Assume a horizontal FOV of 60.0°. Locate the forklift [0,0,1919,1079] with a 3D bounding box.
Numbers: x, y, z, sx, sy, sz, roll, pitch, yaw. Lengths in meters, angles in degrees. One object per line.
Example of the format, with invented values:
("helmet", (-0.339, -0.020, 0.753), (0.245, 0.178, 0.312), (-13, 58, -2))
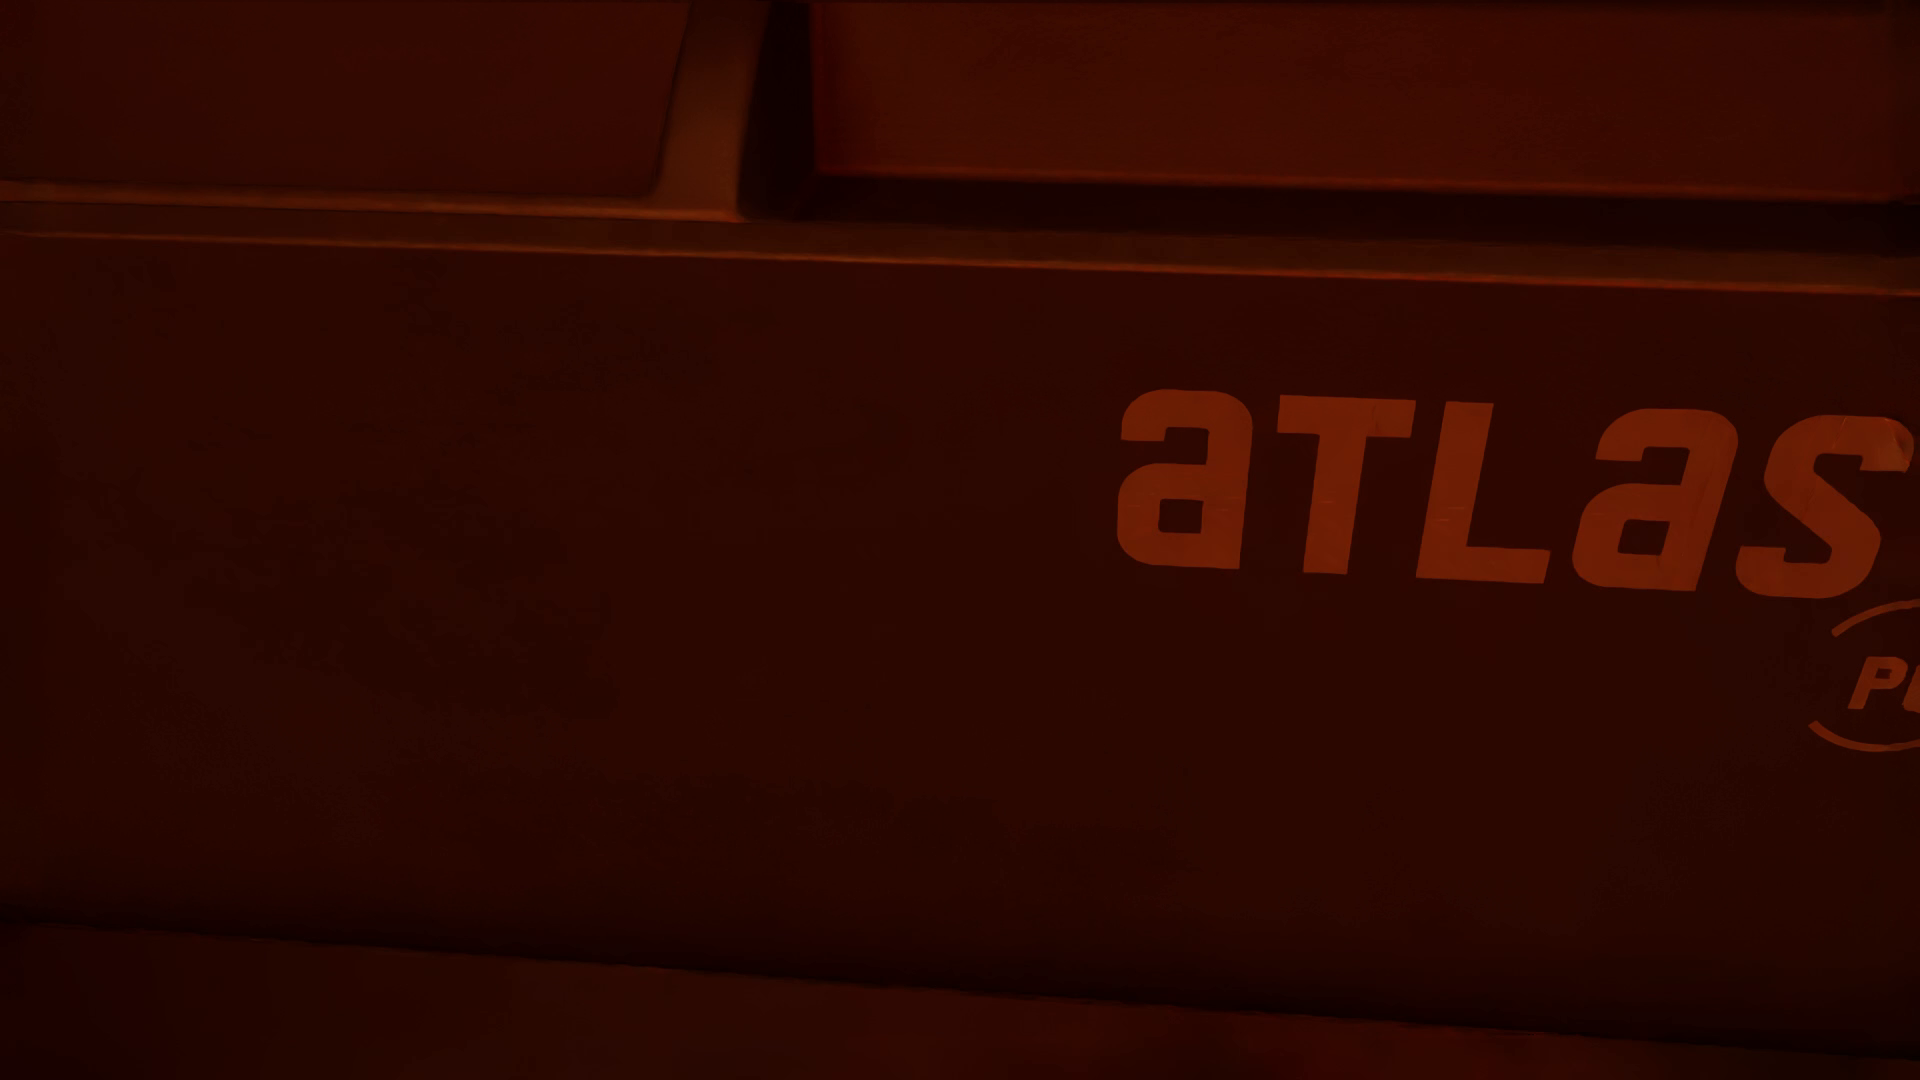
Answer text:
("forklift", (-0.086, -0.455, 0.129), (1.130, 2.935, 3.031), (3, 27, 5))
